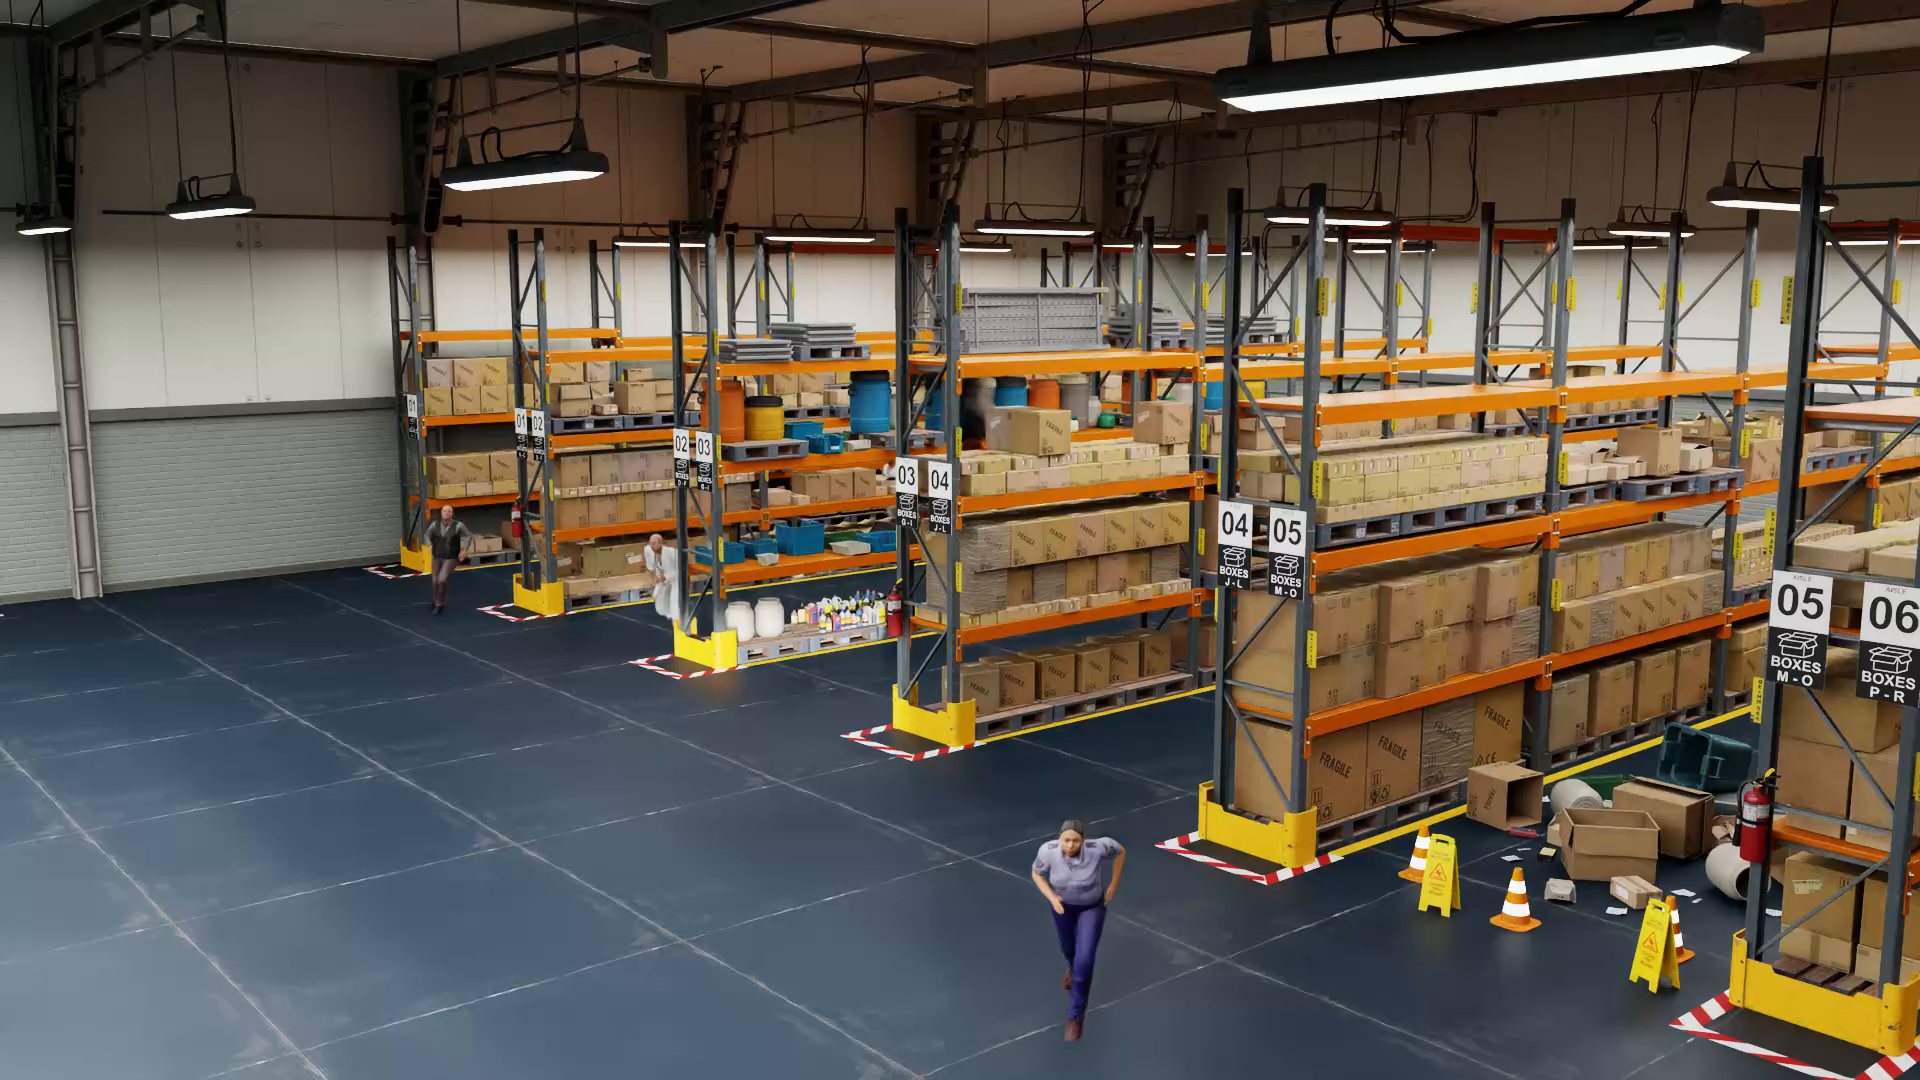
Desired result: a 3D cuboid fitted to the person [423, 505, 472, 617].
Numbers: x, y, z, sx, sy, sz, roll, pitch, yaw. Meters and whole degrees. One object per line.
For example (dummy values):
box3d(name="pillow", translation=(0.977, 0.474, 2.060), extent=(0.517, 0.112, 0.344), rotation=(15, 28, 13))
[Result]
box3d(name="person", translation=(-8.115, 0.315, 26.253), extent=(0.731, 1.745, 0.699), rotation=(1, 9, 5))

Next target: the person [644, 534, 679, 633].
box3d(name="person", translation=(-4.295, 0.666, 24.102), extent=(0.735, 1.601, 0.873), rotation=(4, 9, 22))

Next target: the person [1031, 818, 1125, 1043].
box3d(name="person", translation=(0.841, 2.635, 11.772), extent=(0.648, 1.613, 0.962), rotation=(1, 9, 8))

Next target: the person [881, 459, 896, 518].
box3d(name="person", translation=(-1.364, -0.941, 34.002), extent=(0.684, 1.795, 0.826), rotation=(7, 11, 38))
